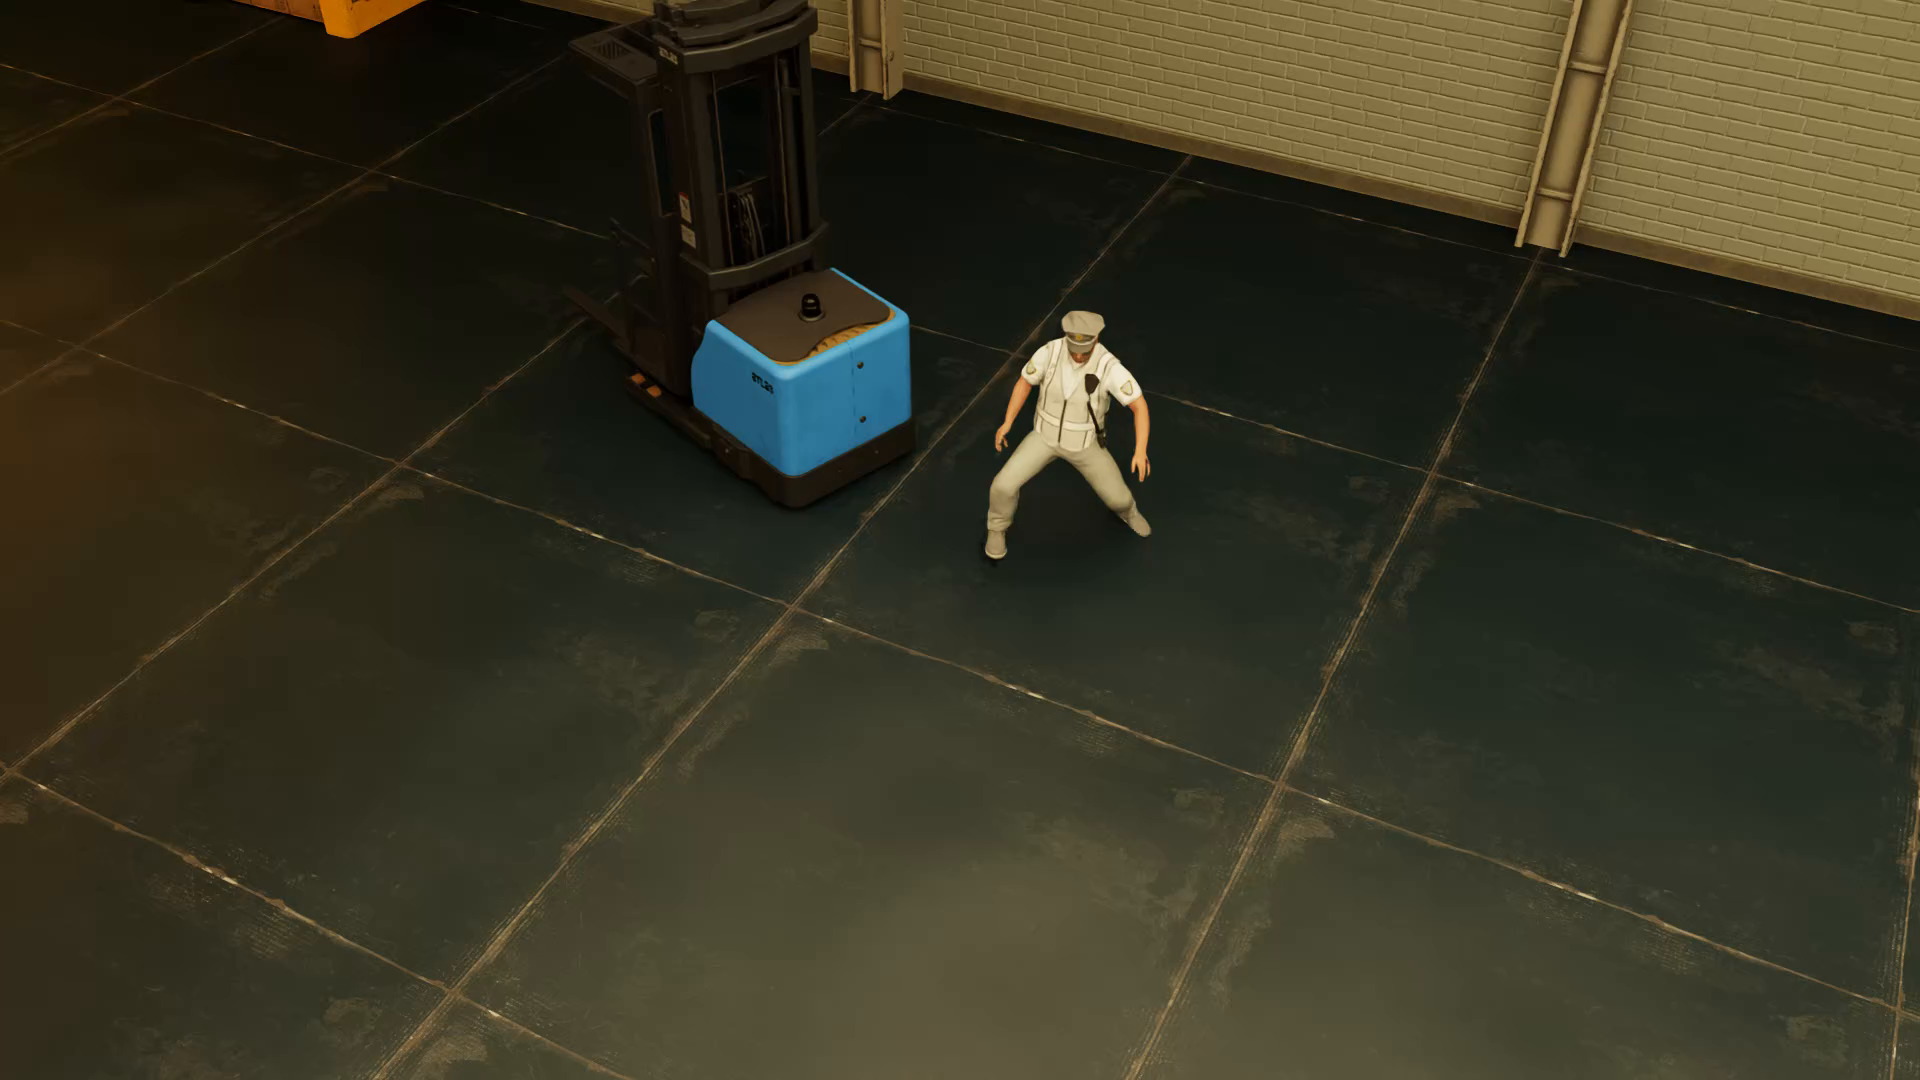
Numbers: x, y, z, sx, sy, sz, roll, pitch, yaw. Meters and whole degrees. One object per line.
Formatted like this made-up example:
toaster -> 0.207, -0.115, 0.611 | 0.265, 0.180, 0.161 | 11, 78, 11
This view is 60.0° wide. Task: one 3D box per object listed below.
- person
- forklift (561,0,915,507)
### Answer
person -> 0.695, -0.592, 9.767 | 0.978, 1.621, 0.821 | 14, 42, 16
forklift -> -1.649, -2.194, 10.591 | 1.130, 2.935, 3.031 | -30, 48, -30
